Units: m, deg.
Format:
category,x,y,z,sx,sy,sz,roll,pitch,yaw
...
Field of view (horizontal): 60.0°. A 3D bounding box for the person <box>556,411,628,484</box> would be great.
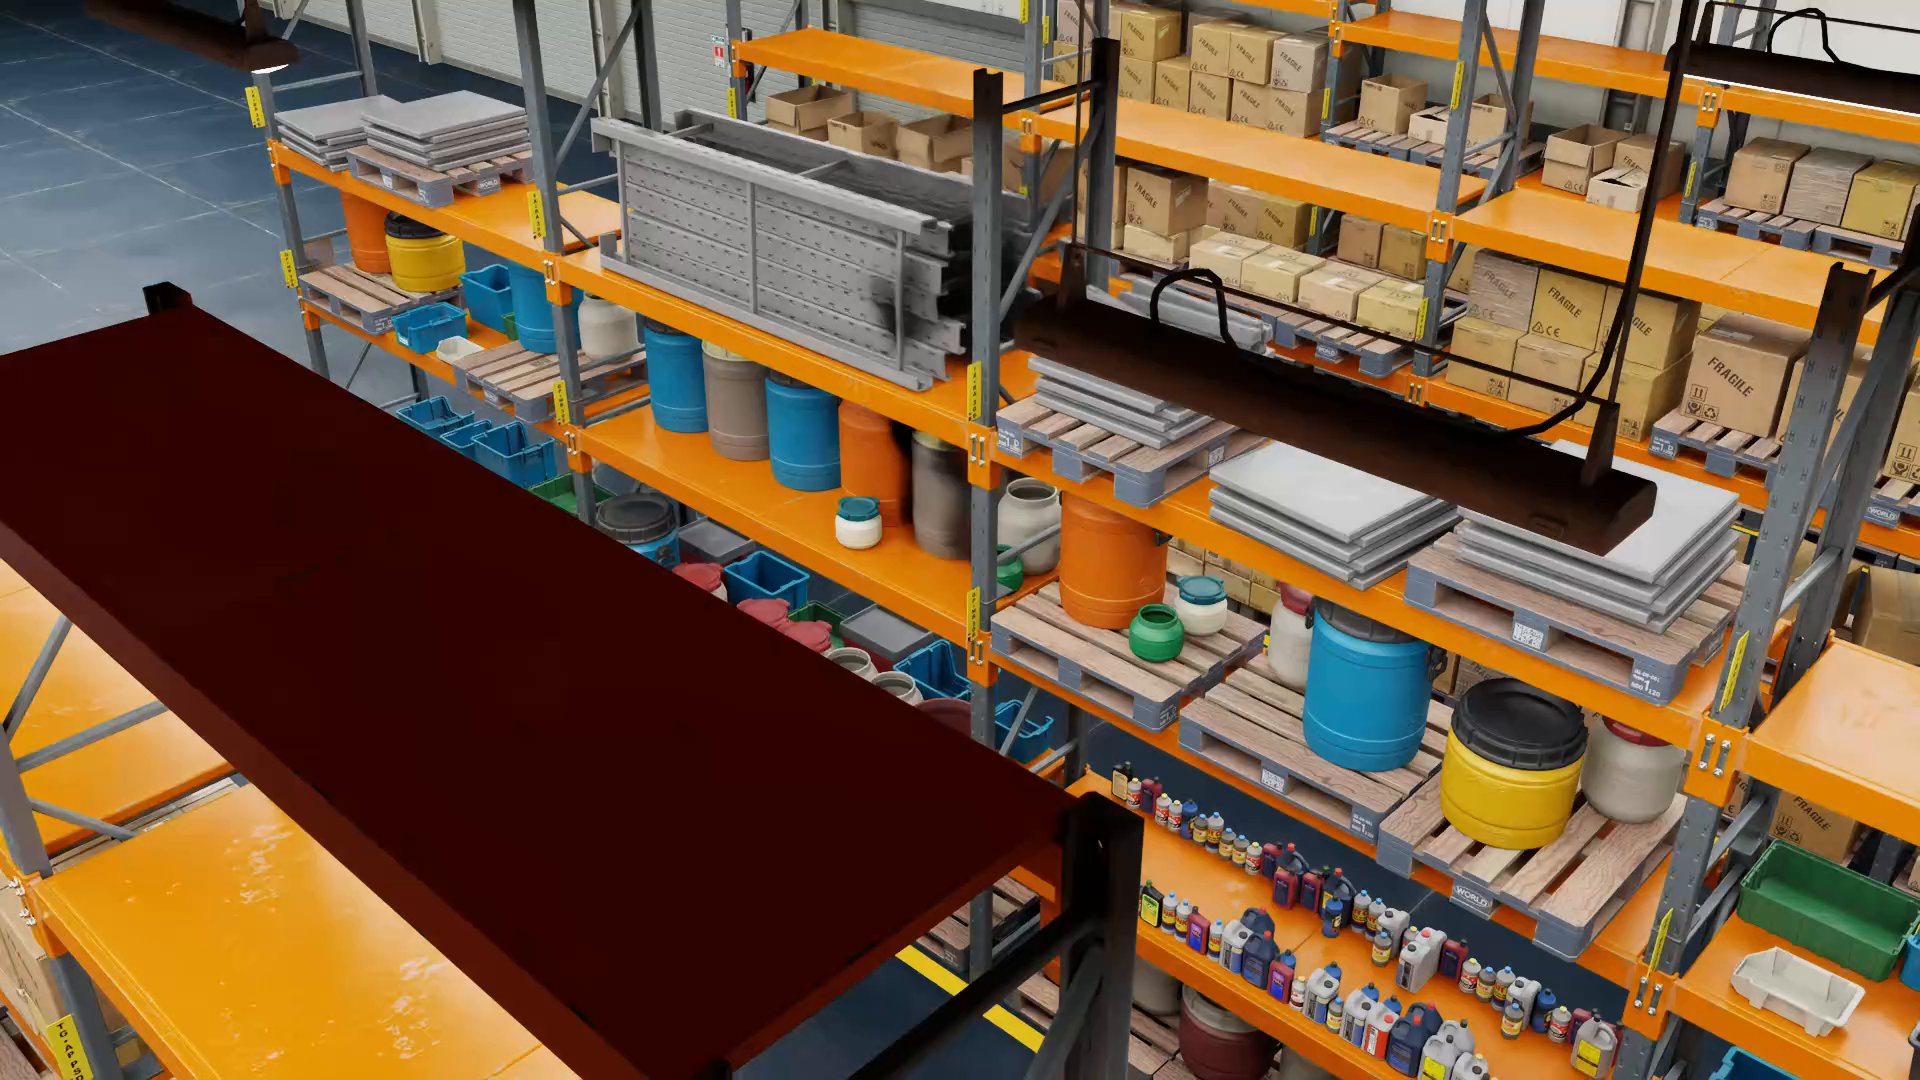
category,x,y,z,sx,sy,sz,roll,pitch,yaw
person,-3.539,-0.895,16.021,0.840,1.763,0.687,21,35,32
